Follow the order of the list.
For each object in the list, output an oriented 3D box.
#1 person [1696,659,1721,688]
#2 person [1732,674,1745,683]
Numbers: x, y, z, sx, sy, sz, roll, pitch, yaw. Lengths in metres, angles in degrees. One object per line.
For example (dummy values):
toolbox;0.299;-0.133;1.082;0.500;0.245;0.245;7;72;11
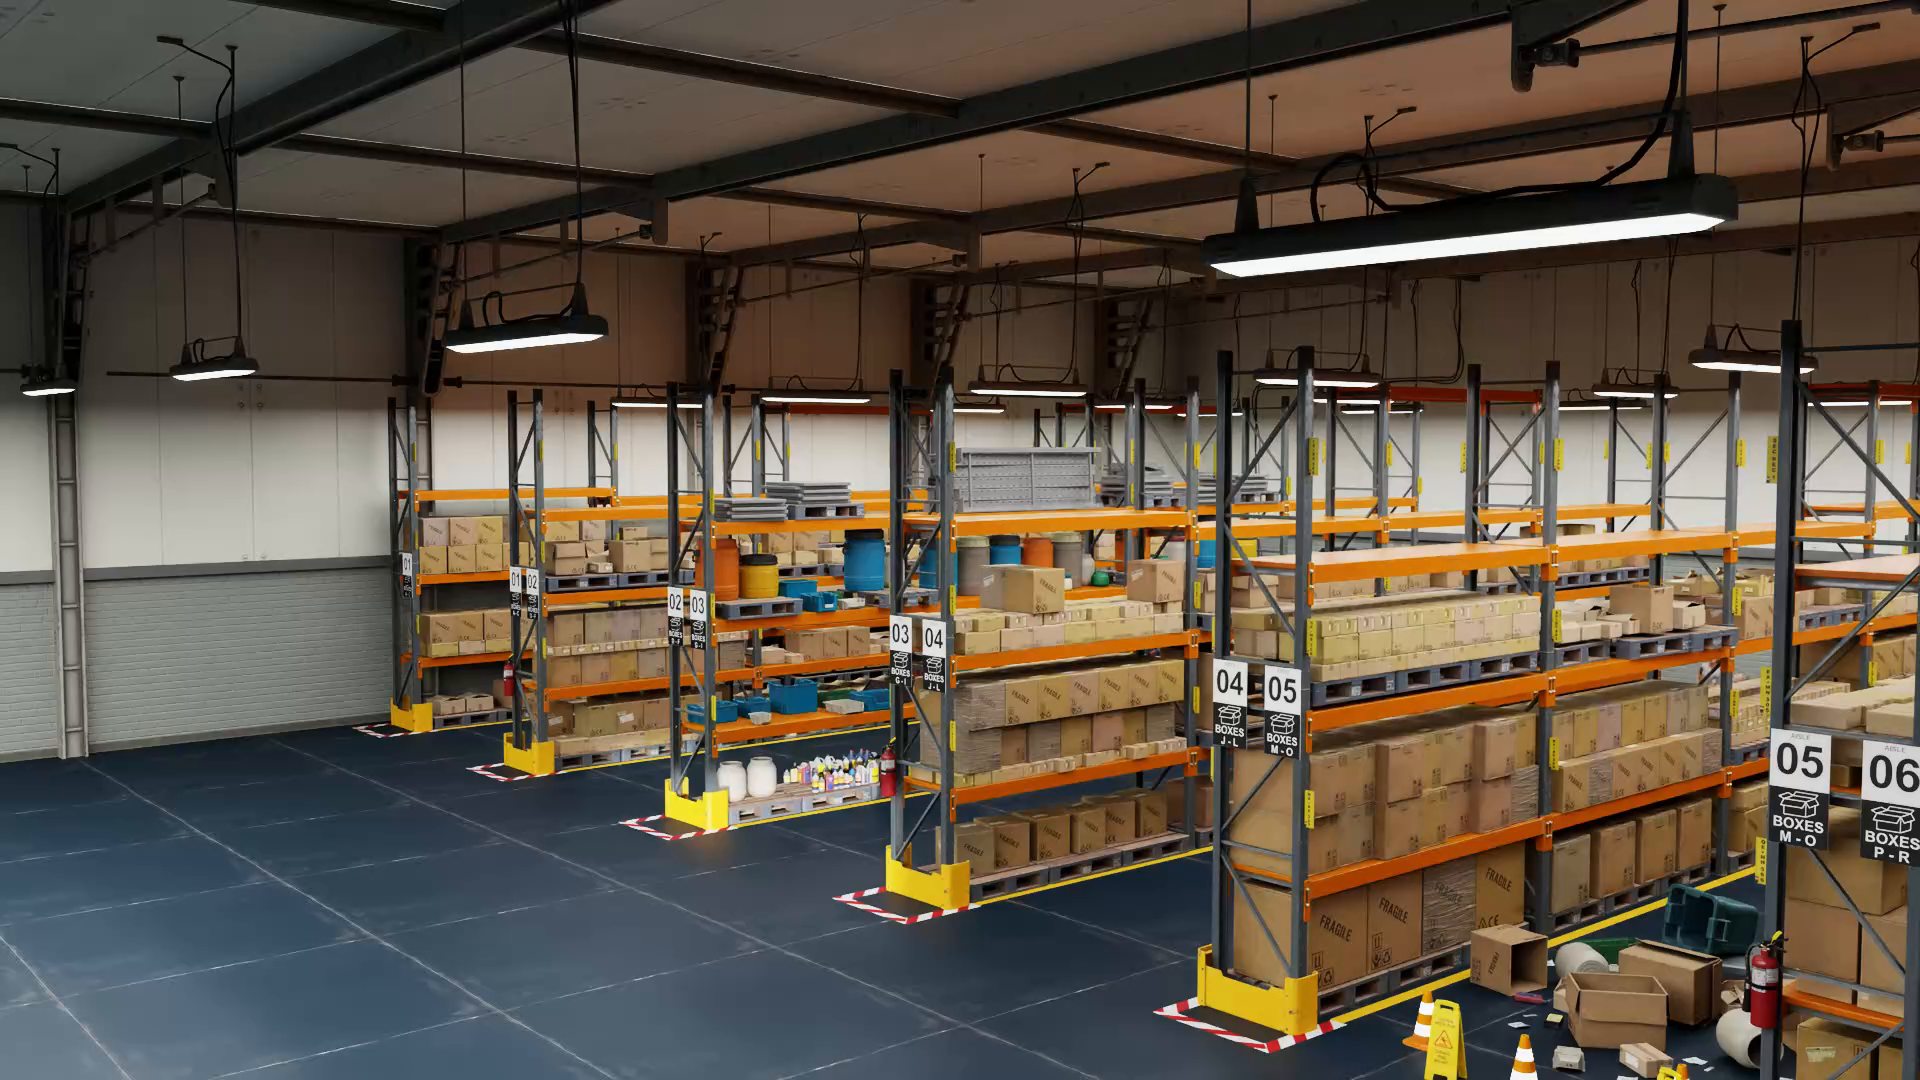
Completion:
person;12.831;2.671;28.343;0.580;1.664;0.849;2;4;36
person;11.576;2.847;24.761;0.814;1.738;0.713;-2;4;-28
